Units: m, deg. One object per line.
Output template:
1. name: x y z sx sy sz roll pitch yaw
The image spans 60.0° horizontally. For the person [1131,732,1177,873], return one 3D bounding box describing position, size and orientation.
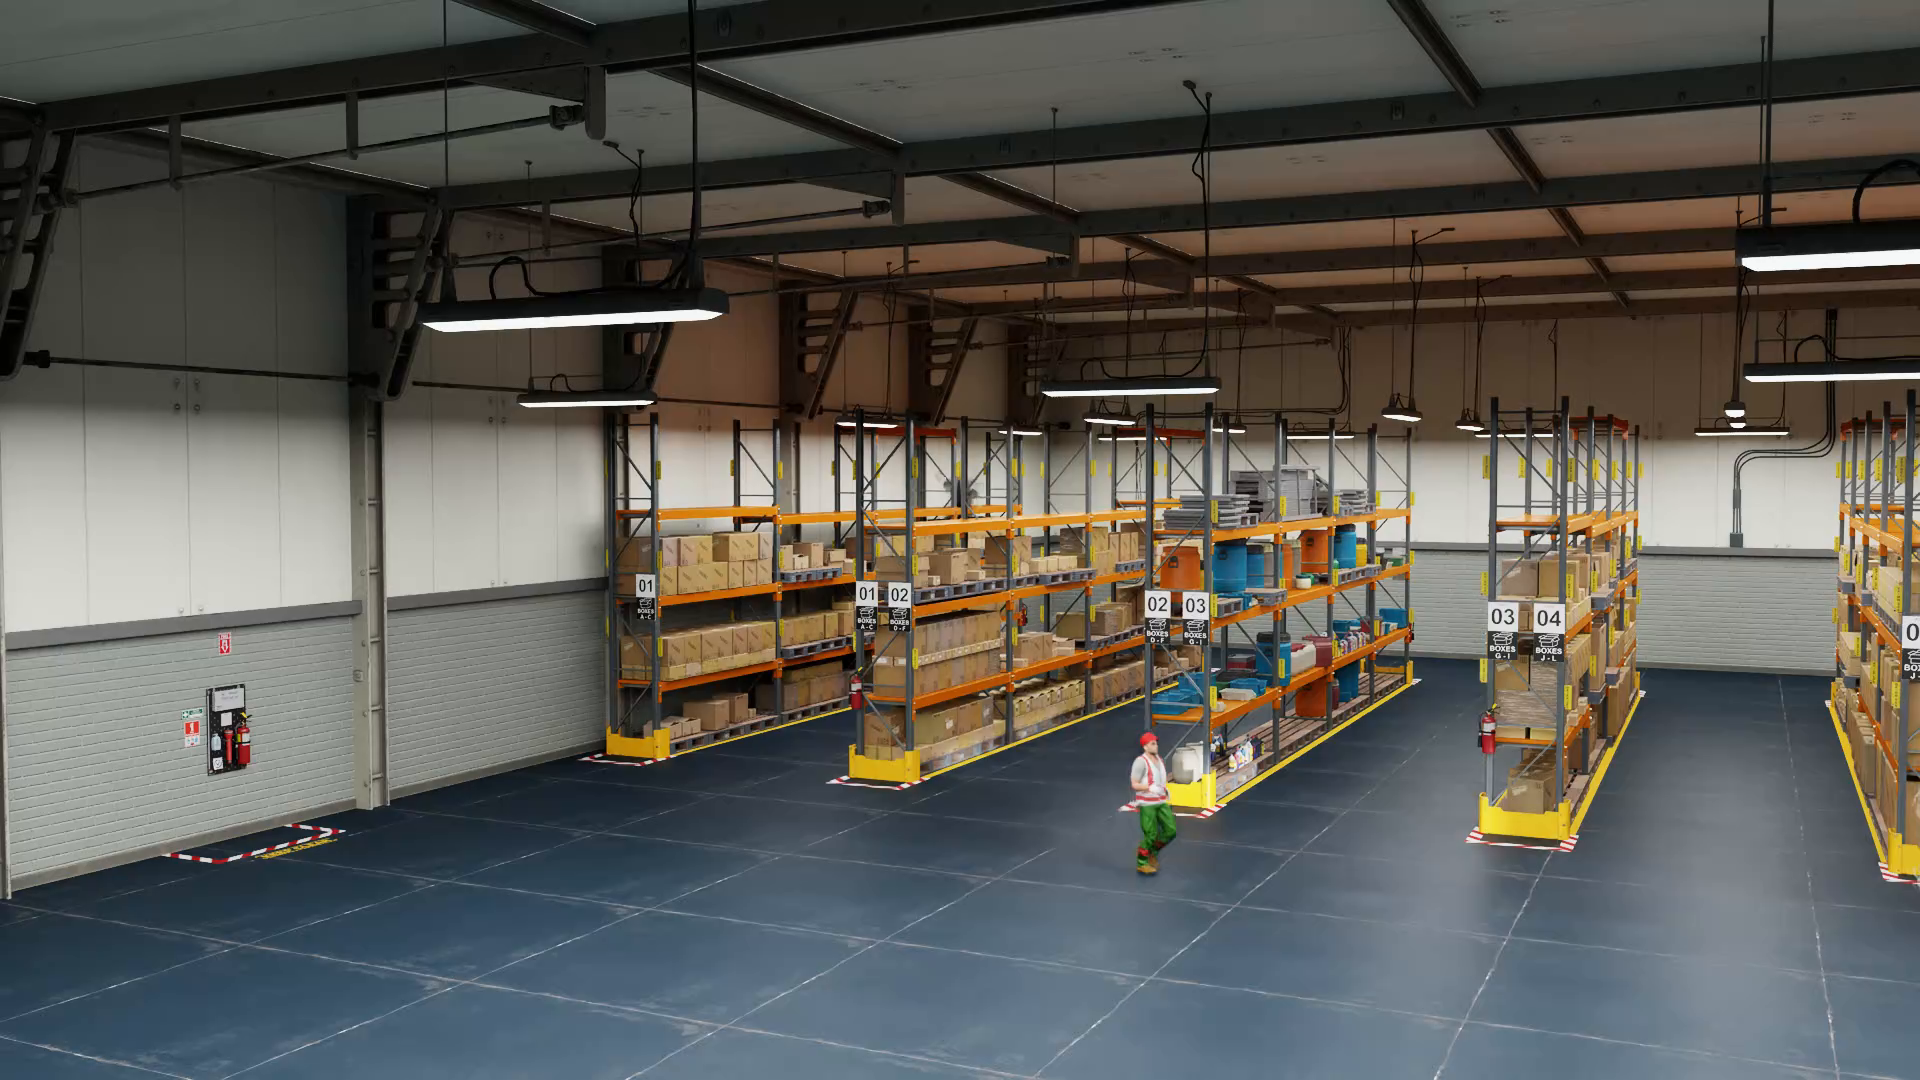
1. person: 2.412 3.248 20.464 0.620 1.746 0.591 -2 3 -39
